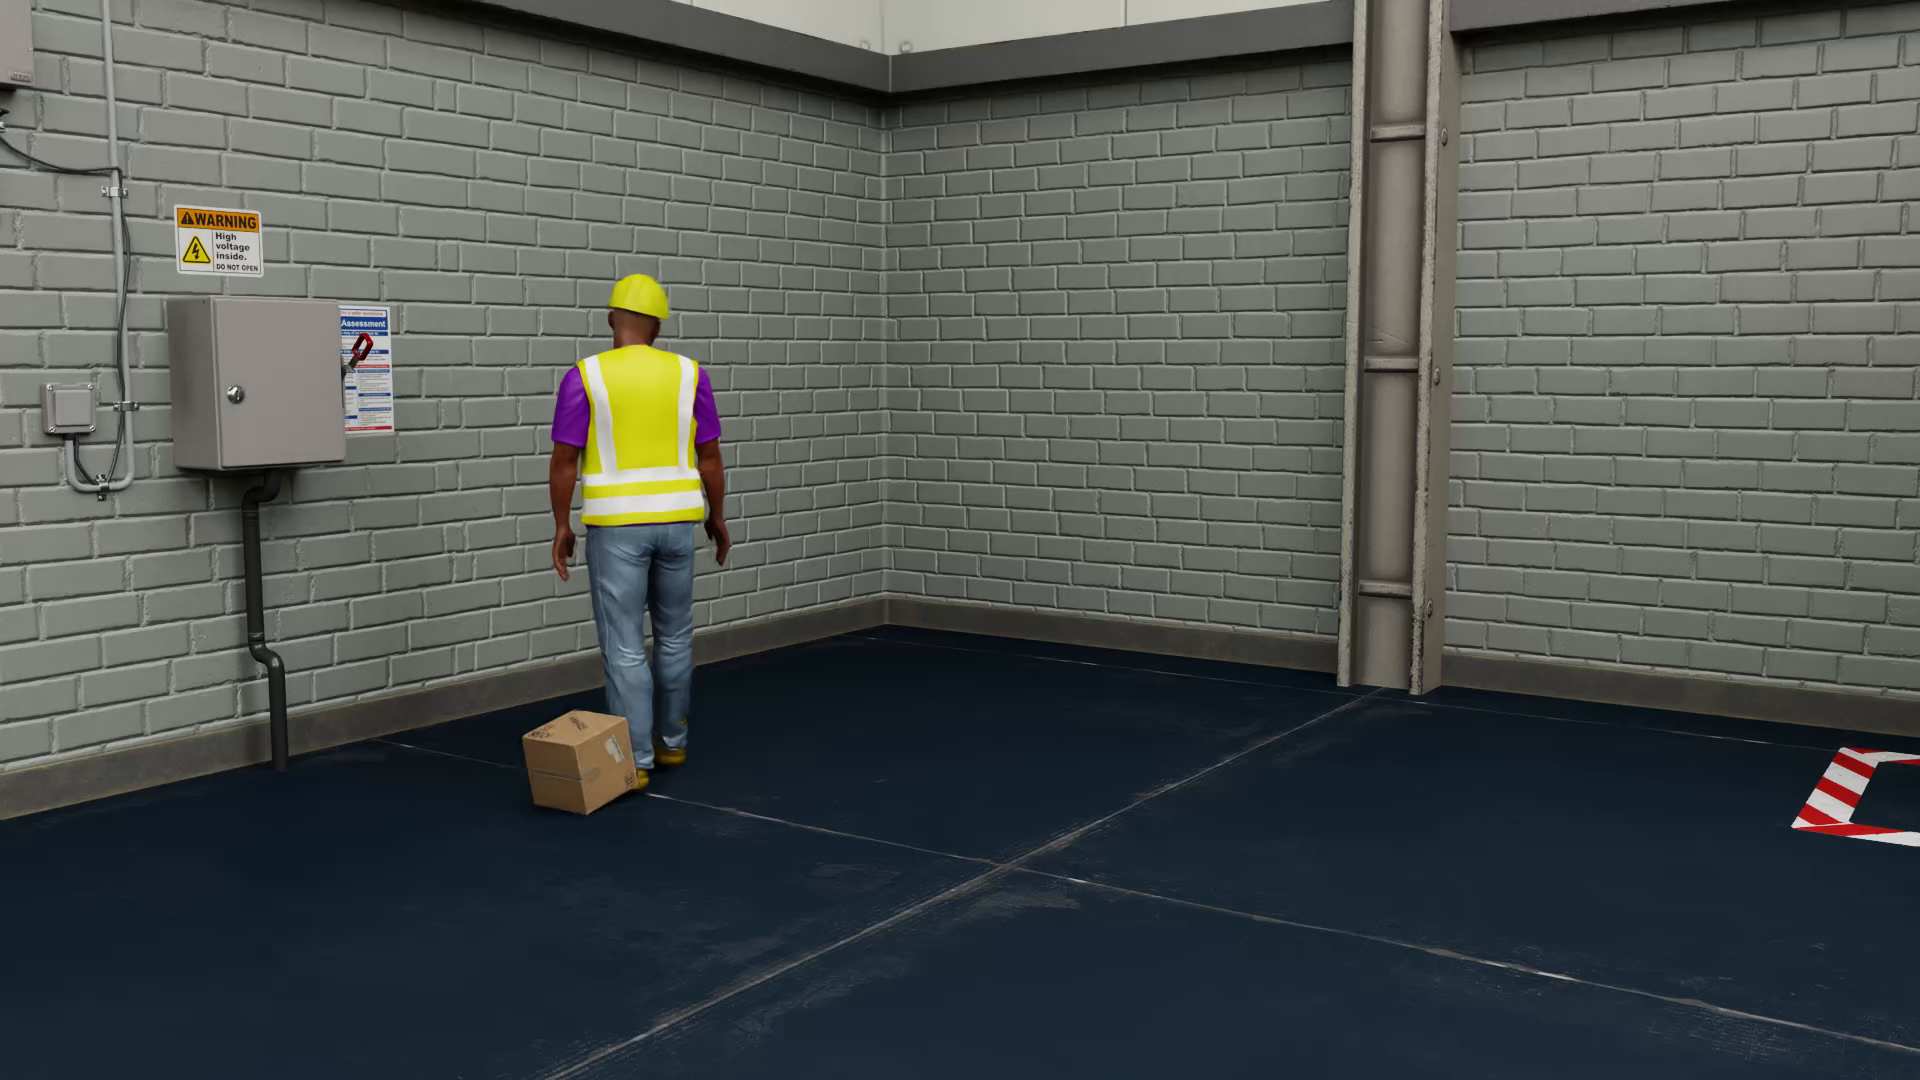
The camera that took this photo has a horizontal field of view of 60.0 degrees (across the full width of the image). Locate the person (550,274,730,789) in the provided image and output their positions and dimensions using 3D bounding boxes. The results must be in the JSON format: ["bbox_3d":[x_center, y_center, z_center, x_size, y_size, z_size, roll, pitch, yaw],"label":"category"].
[{"bbox_3d":[-1.137,-0.049,5.899,0.654,1.763,0.570,-4,7,-31],"label":"person"}]
